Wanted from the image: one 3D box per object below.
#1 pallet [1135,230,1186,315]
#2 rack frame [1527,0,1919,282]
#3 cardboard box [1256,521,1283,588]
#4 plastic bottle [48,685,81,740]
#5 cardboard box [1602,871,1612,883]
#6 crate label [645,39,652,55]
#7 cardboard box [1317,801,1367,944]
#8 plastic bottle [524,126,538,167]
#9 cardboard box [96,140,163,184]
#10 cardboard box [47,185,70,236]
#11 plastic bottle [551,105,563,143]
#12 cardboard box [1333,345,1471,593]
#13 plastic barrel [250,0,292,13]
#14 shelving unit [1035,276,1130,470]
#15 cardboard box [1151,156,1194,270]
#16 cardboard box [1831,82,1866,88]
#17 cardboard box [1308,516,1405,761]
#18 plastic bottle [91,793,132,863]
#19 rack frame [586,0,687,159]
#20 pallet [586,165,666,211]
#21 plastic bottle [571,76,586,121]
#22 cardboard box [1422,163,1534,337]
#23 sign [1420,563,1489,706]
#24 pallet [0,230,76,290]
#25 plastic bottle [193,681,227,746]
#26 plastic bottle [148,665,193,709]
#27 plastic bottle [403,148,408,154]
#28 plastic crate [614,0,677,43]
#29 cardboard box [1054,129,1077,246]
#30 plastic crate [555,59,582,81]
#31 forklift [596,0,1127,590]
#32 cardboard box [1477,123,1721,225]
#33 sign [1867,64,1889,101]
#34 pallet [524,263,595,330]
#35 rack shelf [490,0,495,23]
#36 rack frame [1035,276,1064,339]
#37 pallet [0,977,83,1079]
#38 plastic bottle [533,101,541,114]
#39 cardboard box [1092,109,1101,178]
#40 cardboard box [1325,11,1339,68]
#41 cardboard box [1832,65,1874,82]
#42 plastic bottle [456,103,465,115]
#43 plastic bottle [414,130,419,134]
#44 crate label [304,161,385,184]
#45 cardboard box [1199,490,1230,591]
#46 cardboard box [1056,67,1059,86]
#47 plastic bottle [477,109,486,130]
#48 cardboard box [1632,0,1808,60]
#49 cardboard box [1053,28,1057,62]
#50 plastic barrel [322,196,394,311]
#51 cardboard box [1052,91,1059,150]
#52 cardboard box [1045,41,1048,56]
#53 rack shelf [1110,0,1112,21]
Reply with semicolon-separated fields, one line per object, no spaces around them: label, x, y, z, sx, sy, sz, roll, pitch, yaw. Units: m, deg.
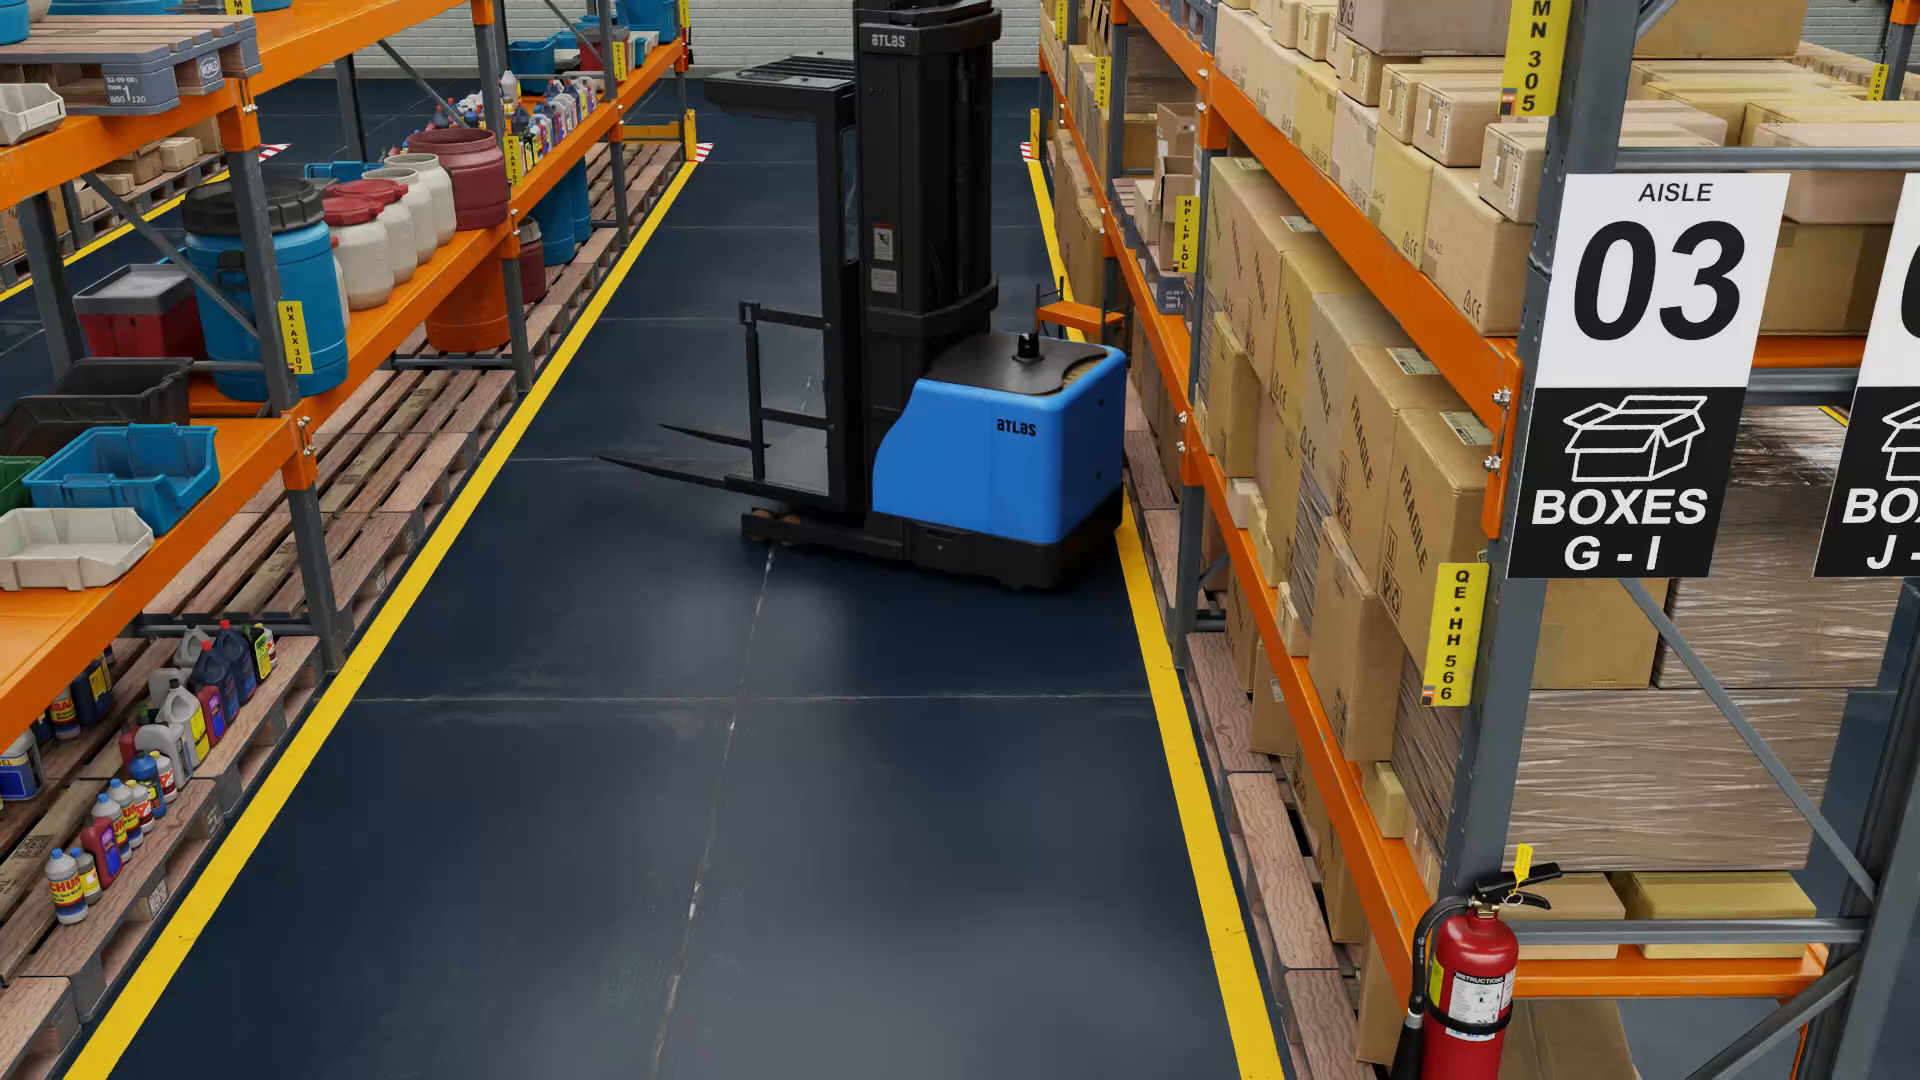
pallet;1.538;-1.521;9.205;1.003;0.211;1.213;0;24;-1
rack frame;1.562;-1.861;2.444;1.000;3.000;0.127;0;24;-1
cardboard box;1.250;0.047;5.811;0.380;0.149;0.250;0;24;-1
plastic bottle;-3.718;0.683;6.876;0.097;0.271;0.097;0;24;0
cardboard box;1.814;0.766;4.222;0.380;0.149;0.250;0;24;-1
crate label;-3.359;-5.036;16.991;0.396;0.136;0.243;0;24;-1
cardboard box;1.544;1.059;5.792;0.500;0.500;0.500;2;24;4
plastic bottle;-3.123;-2.869;12.095;0.061;0.283;0.133;0;24;-1
cardboard box;-8.500;-3.866;16.653;0.797;0.503;0.637;0;24;-1
cardboard box;-8.182;-2.888;14.496;0.500;0.500;0.500;0;24;-1
plastic bottle;-3.132;-3.231;12.895;0.061;0.283;0.133;0;24;-1
cardboard box;1.298;-0.195;4.346;0.500;0.500;0.500;0;24;-1
plastic barrel;-3.671;-3.096;8.207;0.600;0.901;0.708;0;24;-1
shelving unit;0.703;-0.901;9.786;0.503;1.200;0.258;21;32;38
cardboard box;1.407;-1.728;8.795;0.797;0.503;0.637;2;24;5
cardboard box;5.972;-3.056;11.439;0.380;0.149;0.250;-1;24;-1
cardboard box;1.458;0.260;4.554;0.875;0.500;0.500;0;24;-1
plastic bottle;-3.102;1.048;6.070;0.097;0.271;0.097;0;24;0
rack frame;-3.565;-5.698;18.208;1.000;3.000;0.127;0;24;-1
pallet;-3.584;-3.586;16.922;1.003;0.211;1.213;0;24;-1
plastic bottle;-3.184;-3.650;13.740;0.144;0.351;0.185;0;24;-1
cardboard box;1.303;-0.623;3.529;0.500;0.250;0.500;0;24;1
sign;1.007;0.196;3.389;0.100;0.325;0.005;0;24;-1
pallet;-8.428;-2.423;14.352;1.003;0.211;1.213;0;24;-1
plastic bottle;-3.093;0.694;6.837;0.061;0.283;0.133;1;24;3
plastic bottle;-3.285;0.642;6.963;0.152;0.276;0.135;0;24;-1
plastic bottle;-3.895;-2.658;11.729;0.097;0.201;0.097;0;24;0
plastic crate;-3.374;-5.604;17.885;0.616;0.435;0.499;0;24;-1
cardboard box;1.458;-3.031;14.381;1.225;0.875;0.875;0;24;0
plastic crate;-3.802;-4.412;15.625;0.437;0.125;0.590;0;24;-1
forklift;-0.644;-1.480;8.965;3.031;2.935;1.130;11;27;24
cardboard box;1.247;-0.720;3.260;0.380;0.149;0.250;0;24;-1
sign;5.893;-2.889;10.690;0.100;0.325;0.005;0;24;-1
pallet;-3.538;-1.957;13.321;1.003;0.211;1.213;0;24;-1
rack shelf;-3.499;-4.264;12.272;1.077;0.370;4.000;0;24;-1
rack frame;0.524;-0.969;9.937;0.015;1.200;0.240;21;32;38
pallet;-3.442;1.800;5.014;1.003;0.211;1.213;0;24;-1
plastic bottle;-3.305;-3.312;13.090;0.097;0.271;0.097;0;24;0
cardboard box;1.222;-2.877;11.850;0.500;0.500;0.500;0;24;-1
cardboard box;1.303;-1.477;4.934;0.380;0.149;0.250;0;24;1
cardboard box;6.613;-3.376;12.148;0.380;0.149;0.250;1;24;2
plastic bottle;-3.911;-3.273;13.004;0.097;0.271;0.097;0;24;0
plastic bottle;-3.898;-2.811;11.981;0.097;0.271;0.097;0;24;0
crate label;-3.737;-2.007;10.004;0.502;0.435;0.616;0;24;-1
cardboard box;1.533;-0.090;8.308;0.700;0.500;0.500;-2;24;-5
cardboard box;1.095;-4.293;15.408;0.380;0.149;0.250;-1;24;-1
plastic bottle;-3.760;-3.298;13.143;0.097;0.201;0.097;0;24;0
cardboard box;1.816;-1.516;4.232;0.500;0.500;0.500;0;24;-1
cardboard box;1.150;-4.743;15.919;0.500;0.250;0.500;0;24;1
plastic barrel;-3.233;-1.513;8.789;0.433;0.535;0.433;0;24;0
cardboard box;1.475;-4.680;18.026;0.875;0.875;0.875;0;24;-1
cardboard box;1.075;-5.034;17.046;0.380;0.149;0.250;-1;24;-2
rack shelf;1.453;-4.287;12.321;1.077;0.370;4.000;0;24;-1
